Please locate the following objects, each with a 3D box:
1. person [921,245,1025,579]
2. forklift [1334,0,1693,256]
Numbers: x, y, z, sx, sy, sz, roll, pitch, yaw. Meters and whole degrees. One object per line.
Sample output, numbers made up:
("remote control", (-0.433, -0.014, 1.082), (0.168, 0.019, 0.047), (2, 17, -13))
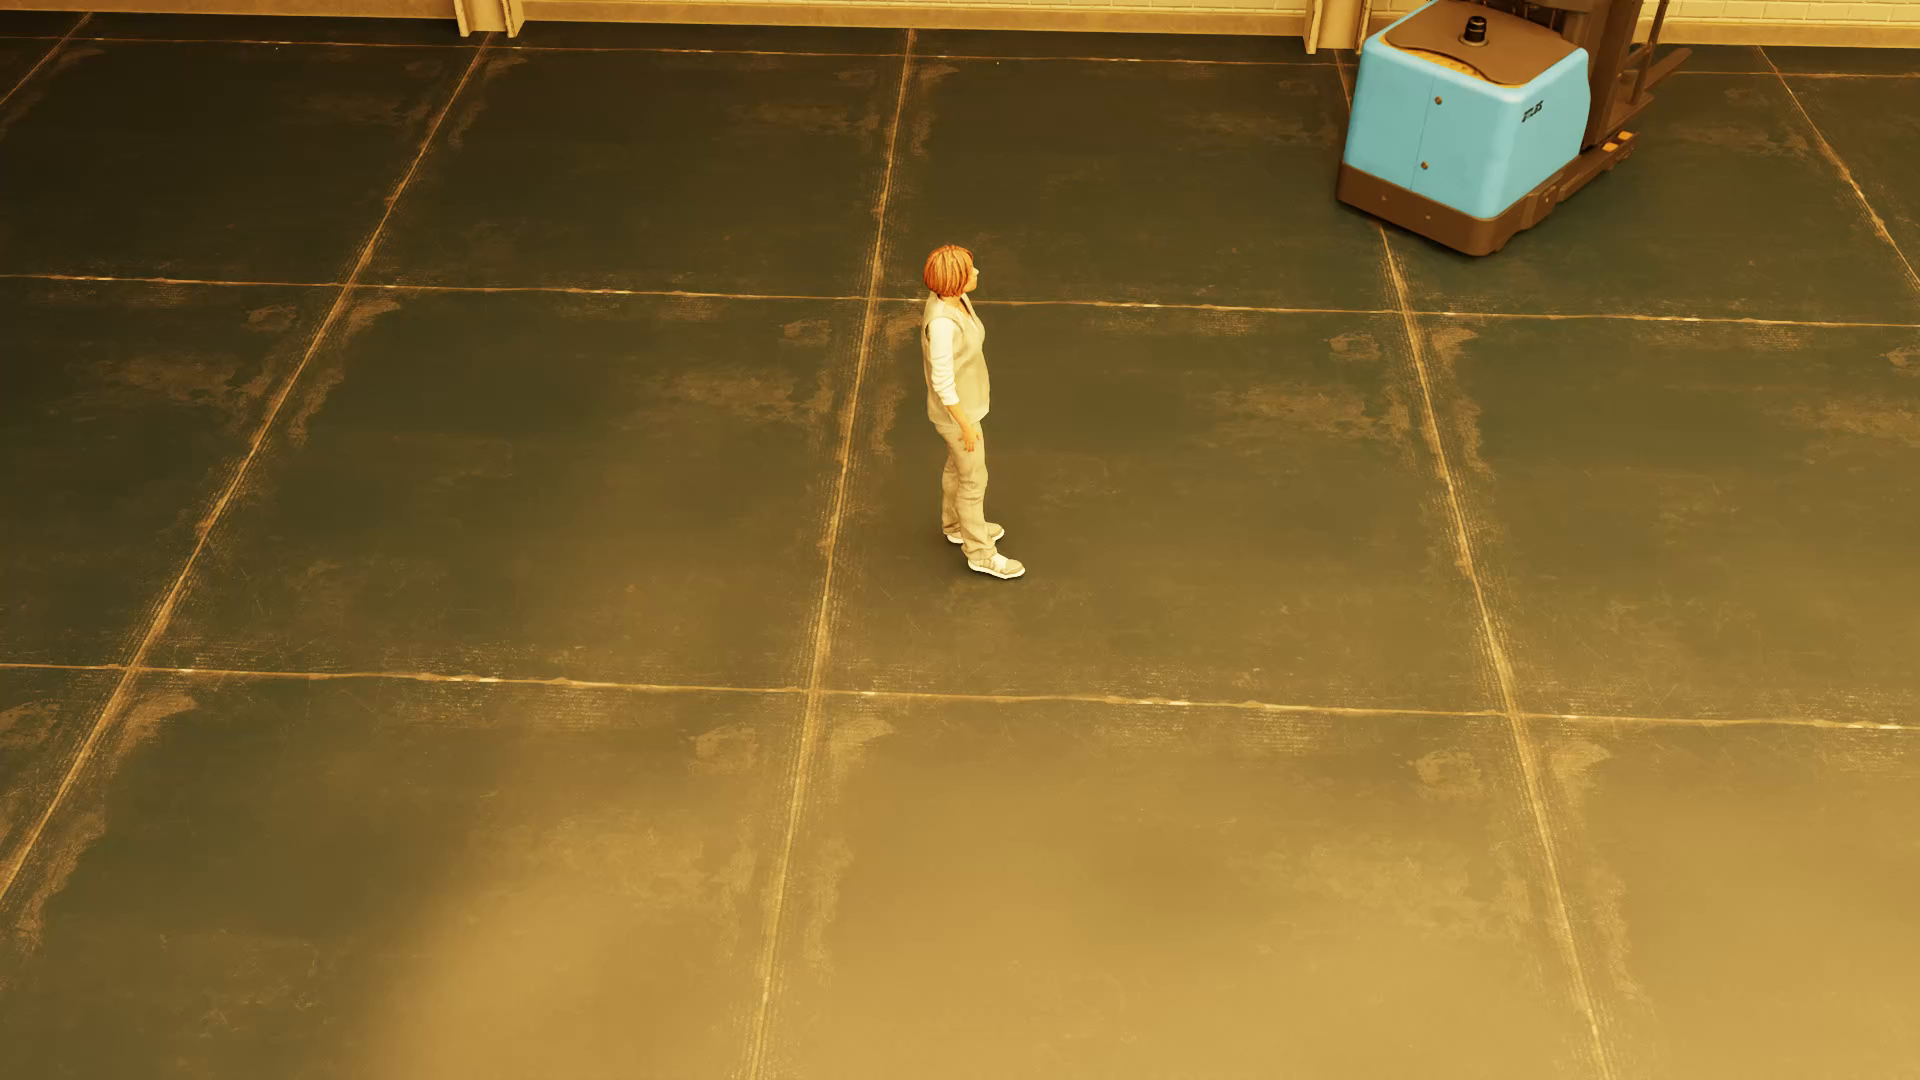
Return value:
("person", (0.074, -0.583, 7.361), (0.473, 1.599, 0.521), (2, 42, 2))
("forklift", (3.653, -3.626, 9.714), (1.130, 2.935, 3.031), (32, 51, 30))
